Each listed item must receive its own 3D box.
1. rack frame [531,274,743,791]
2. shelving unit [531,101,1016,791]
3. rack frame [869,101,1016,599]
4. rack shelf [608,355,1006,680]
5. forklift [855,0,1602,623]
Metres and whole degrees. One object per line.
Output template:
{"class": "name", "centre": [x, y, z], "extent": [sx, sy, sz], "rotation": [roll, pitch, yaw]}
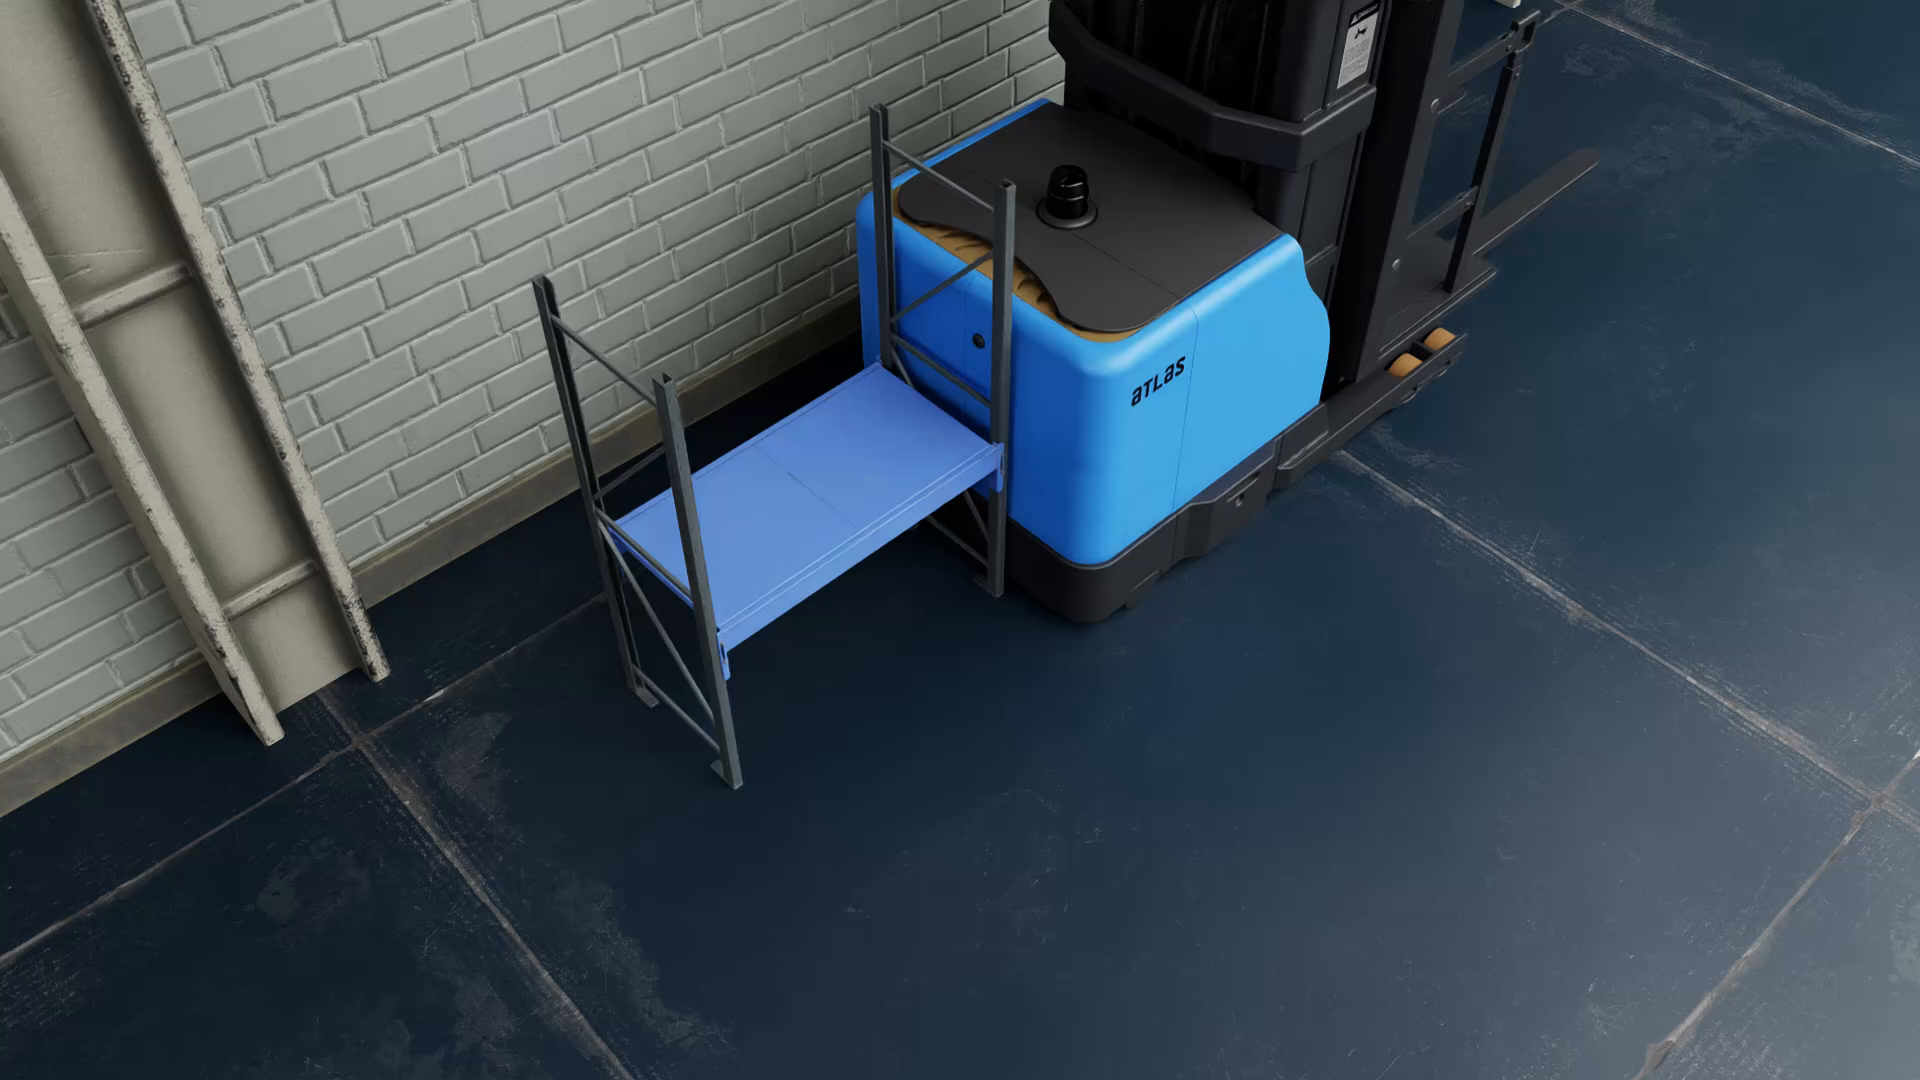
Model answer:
{"class": "rack frame", "centre": [-0.786, 0.045, 4.188], "extent": [0.032, 1.500, 0.500], "rotation": [-35, 56, -28]}
{"class": "shelving unit", "centre": [-0.417, -0.212, 4.425], "extent": [1.048, 1.500, 0.538], "rotation": [-35, 56, -28]}
{"class": "rack frame", "centre": [-0.049, -0.470, 4.663], "extent": [0.032, 1.500, 0.500], "rotation": [-35, 56, -28]}
{"class": "rack shelf", "centre": [-0.417, -0.090, 4.558], "extent": [1.000, 0.185, 0.538], "rotation": [-35, 56, -28]}
{"class": "forklift", "centre": [1.103, -1.713, 4.836], "extent": [3.031, 2.935, 1.130], "rotation": [-35, 56, -28]}
